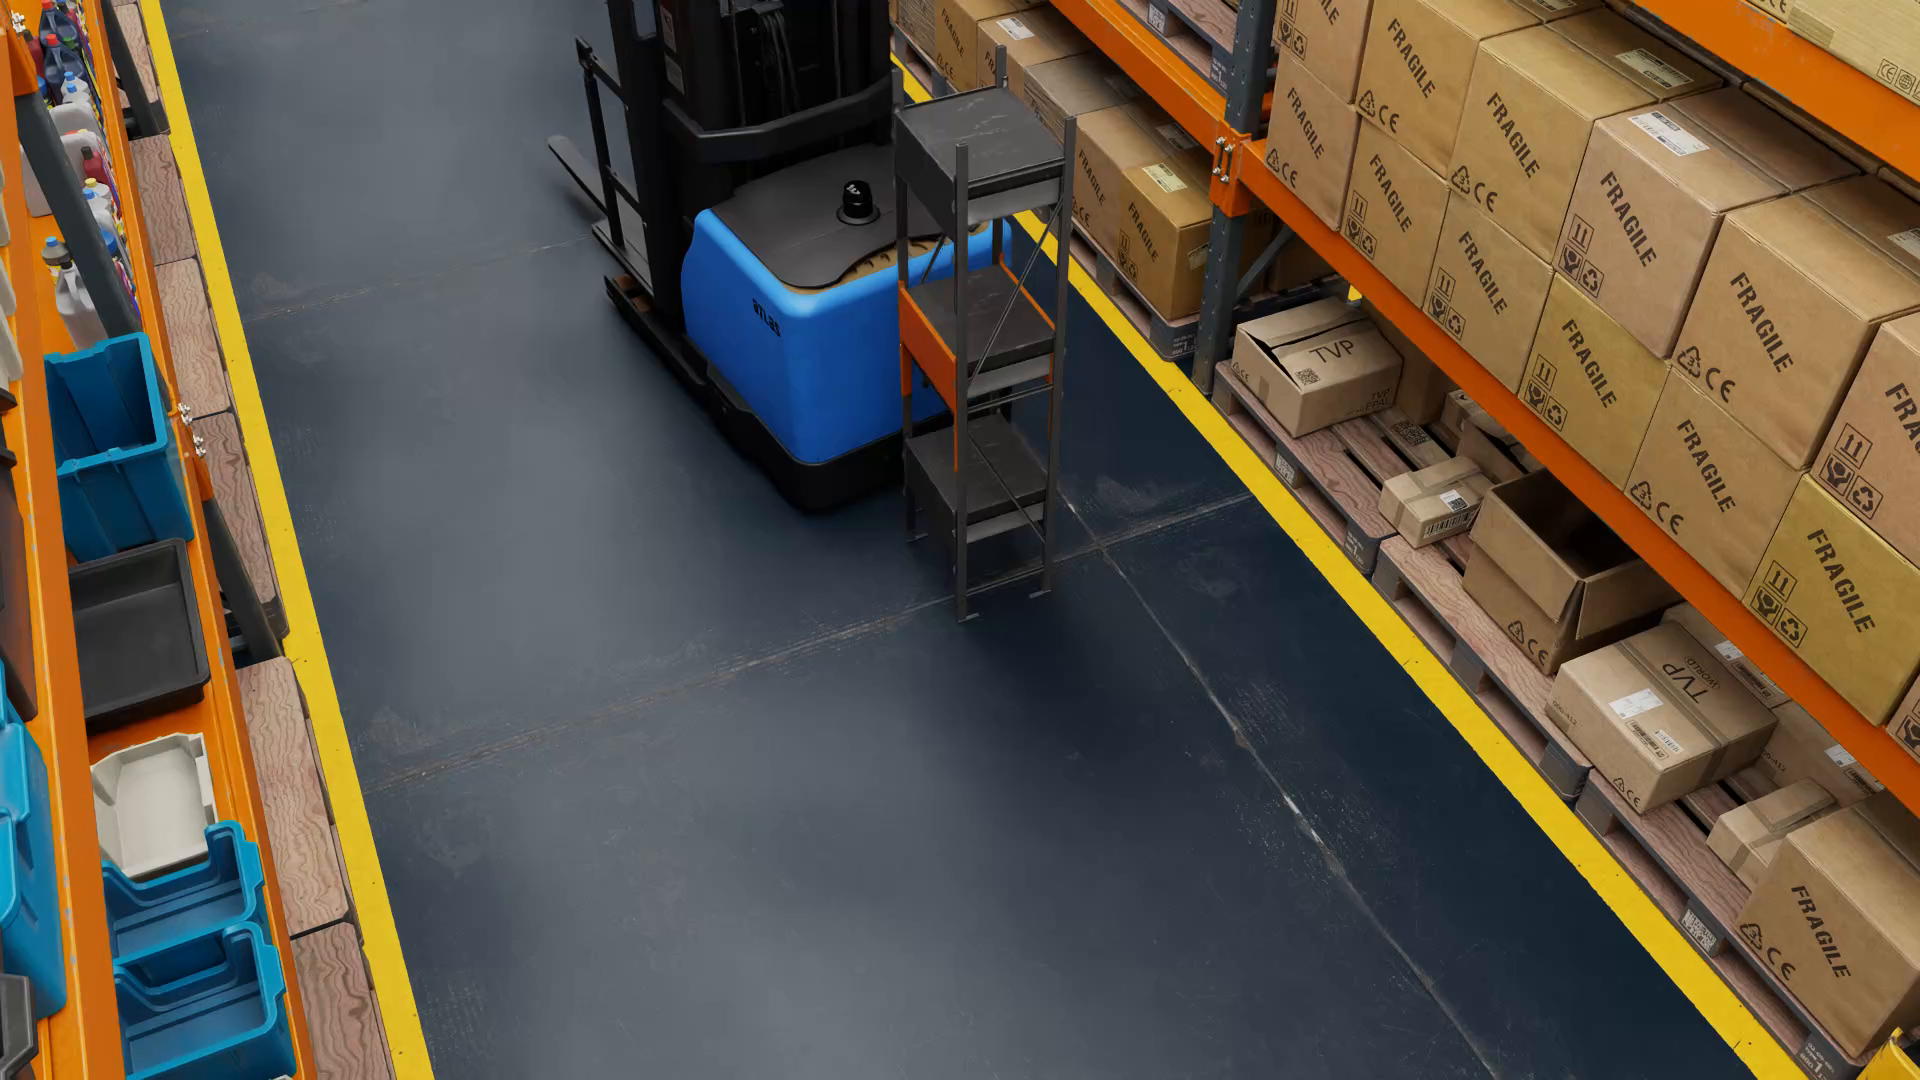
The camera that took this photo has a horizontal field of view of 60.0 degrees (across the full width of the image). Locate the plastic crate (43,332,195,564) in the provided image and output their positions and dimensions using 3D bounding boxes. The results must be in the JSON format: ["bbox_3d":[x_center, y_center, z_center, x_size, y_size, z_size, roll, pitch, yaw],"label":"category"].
[{"bbox_3d":[-2.475,-0.247,4.834,0.392,0.384,0.575,-18,47,-17],"label":"plastic crate"}]

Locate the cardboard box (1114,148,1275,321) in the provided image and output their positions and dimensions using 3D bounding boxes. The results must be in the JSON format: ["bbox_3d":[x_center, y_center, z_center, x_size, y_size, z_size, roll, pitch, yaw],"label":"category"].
[{"bbox_3d":[1.048,-1.386,7.485,0.500,0.500,0.500,-18,47,-18],"label":"cardboard box"}]

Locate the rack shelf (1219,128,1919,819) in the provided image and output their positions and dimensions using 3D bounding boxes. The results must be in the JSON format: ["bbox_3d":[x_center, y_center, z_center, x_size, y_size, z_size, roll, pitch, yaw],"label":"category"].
[{"bbox_3d":[2.356,-0.358,5.490,1.077,0.370,4.000,-18,47,-17],"label":"rack shelf"}]

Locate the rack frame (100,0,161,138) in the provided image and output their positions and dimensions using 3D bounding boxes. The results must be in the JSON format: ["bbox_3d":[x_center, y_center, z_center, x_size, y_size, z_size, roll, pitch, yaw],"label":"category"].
[{"bbox_3d":[-4.662,-2.978,7.632,1.000,3.000,0.127,-18,47,-17],"label":"rack frame"}]

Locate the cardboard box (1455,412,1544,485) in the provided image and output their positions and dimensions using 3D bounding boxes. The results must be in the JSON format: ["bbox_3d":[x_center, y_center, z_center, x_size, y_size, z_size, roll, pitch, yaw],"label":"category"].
[{"bbox_3d":[2.328,-0.331,6.551,0.500,0.311,0.500,-18,47,-17],"label":"cardboard box"}]

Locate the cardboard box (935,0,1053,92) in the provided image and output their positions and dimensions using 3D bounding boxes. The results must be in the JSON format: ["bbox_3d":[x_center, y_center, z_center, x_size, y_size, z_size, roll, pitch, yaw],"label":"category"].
[{"bbox_3d":[0.197,-2.677,8.794,0.500,0.500,0.500,-19,48,-18],"label":"cardboard box"}]

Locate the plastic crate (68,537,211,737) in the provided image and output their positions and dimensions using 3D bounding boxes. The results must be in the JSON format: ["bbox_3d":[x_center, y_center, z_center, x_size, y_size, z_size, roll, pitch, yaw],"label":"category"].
[{"bbox_3d":[-2.266,0.282,4.482,0.437,0.125,0.590,-18,47,-17],"label":"plastic crate"}]

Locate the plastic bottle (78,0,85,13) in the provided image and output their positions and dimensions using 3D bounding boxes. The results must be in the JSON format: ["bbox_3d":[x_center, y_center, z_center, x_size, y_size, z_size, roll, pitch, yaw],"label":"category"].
[{"bbox_3d":[-3.853,-2.363,7.151,0.097,0.201,0.097,0,45,0],"label":"plastic bottle"}]

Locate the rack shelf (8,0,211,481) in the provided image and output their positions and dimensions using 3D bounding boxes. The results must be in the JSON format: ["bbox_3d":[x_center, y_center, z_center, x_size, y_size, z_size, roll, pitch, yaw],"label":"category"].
[{"bbox_3d":[-3.821,-1.447,6.593,1.077,0.370,4.000,-18,47,-17],"label":"rack shelf"}]

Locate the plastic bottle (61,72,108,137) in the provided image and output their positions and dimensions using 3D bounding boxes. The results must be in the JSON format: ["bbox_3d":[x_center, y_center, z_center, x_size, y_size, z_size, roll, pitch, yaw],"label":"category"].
[{"bbox_3d":[-3.381,-1.672,6.401,0.097,0.271,0.097,0,45,0],"label":"plastic bottle"}]

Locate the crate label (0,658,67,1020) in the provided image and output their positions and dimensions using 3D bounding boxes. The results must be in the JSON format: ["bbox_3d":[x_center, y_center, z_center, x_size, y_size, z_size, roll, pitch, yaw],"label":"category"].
[{"bbox_3d":[-1.393,0.422,2.157,0.408,0.251,0.502,-18,47,-17],"label":"crate label"}]

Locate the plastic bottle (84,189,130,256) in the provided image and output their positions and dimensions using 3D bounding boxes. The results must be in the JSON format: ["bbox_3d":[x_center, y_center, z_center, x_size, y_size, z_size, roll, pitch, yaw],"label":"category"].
[{"bbox_3d":[-3.007,-1.105,5.826,0.097,0.271,0.097,0,45,0],"label":"plastic bottle"}]

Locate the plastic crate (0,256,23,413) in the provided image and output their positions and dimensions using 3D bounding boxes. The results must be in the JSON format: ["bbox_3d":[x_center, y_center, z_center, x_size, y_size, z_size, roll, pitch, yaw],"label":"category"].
[{"bbox_3d":[-1.950,-0.409,2.977,0.437,0.282,0.530,-18,47,-17],"label":"plastic crate"}]

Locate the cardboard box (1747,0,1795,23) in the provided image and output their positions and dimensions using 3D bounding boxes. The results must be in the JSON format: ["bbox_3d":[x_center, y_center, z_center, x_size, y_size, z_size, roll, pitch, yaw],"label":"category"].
[{"bbox_3d":[2.124,-1.564,4.170,0.500,0.250,0.500,-18,47,-17],"label":"cardboard box"}]

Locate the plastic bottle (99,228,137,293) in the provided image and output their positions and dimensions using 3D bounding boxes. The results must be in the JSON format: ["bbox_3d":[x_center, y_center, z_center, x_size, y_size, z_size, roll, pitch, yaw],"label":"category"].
[{"bbox_3d":[-2.910,-0.958,5.676,0.097,0.271,0.097,0,45,0],"label":"plastic bottle"}]

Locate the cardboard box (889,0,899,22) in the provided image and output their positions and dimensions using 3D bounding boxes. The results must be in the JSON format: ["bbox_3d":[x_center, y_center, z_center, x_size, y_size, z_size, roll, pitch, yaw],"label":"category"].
[{"bbox_3d":[-0.234,-3.330,9.456,0.500,0.500,0.500,-16,47,-16],"label":"cardboard box"}]

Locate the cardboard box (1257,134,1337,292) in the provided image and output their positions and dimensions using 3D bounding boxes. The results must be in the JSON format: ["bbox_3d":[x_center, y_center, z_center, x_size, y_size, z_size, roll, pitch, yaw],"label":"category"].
[{"bbox_3d":[1.533,-1.536,7.638,0.500,0.500,0.500,-20,48,-19],"label":"cardboard box"}]

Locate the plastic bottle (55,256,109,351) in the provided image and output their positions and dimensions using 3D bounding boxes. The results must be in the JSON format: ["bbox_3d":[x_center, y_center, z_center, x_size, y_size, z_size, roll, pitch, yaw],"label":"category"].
[{"bbox_3d":[-2.851,-0.757,5.416,0.144,0.351,0.185,-18,47,-17],"label":"plastic bottle"}]

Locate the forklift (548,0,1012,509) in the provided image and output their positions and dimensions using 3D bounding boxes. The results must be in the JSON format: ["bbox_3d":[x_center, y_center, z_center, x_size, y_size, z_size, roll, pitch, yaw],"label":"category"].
[{"bbox_3d":[-1.006,-2.180,6.873,1.130,2.935,3.031,-25,50,-23],"label":"forklift"}]

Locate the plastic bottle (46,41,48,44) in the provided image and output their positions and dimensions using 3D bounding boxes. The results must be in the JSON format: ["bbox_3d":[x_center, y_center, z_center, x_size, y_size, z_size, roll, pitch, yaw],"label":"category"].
[{"bbox_3d":[-3.546,-1.855,6.578,0.061,0.283,0.133,-18,47,-17],"label":"plastic bottle"}]

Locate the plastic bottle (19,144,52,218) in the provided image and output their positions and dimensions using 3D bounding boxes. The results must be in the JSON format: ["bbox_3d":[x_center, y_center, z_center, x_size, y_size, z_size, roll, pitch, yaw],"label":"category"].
[{"bbox_3d":[-3.357,-1.337,6.058,0.152,0.276,0.135,-18,47,-17],"label":"plastic bottle"}]

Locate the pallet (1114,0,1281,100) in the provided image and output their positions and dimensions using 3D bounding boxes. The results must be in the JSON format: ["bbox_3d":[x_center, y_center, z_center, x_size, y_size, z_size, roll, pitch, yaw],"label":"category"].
[{"bbox_3d":[1.279,-2.362,7.145,1.003,0.211,1.213,-18,47,-17],"label":"pallet"}]

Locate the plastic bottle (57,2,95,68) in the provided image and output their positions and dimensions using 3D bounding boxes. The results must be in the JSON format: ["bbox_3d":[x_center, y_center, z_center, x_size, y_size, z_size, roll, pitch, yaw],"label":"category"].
[{"bbox_3d":[-3.624,-2.076,6.801,0.061,0.283,0.133,-18,47,-17],"label":"plastic bottle"}]

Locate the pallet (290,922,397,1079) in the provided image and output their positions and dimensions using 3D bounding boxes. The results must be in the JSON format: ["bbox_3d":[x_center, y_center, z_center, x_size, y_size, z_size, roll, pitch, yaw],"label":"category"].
[{"bbox_3d":[-2.119,1.800,4.776,1.003,0.211,1.213,-18,47,-17],"label":"pallet"}]

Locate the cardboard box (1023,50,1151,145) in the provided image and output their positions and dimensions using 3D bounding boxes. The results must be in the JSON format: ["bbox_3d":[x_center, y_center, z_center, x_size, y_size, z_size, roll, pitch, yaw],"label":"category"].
[{"bbox_3d":[0.637,-2.023,8.131,0.500,0.500,0.500,-17,47,-17],"label":"cardboard box"}]

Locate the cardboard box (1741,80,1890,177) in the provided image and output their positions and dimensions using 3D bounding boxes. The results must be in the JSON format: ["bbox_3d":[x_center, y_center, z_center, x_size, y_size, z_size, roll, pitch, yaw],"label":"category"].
[{"bbox_3d":[2.603,-1.067,4.912,0.500,0.500,0.500,-18,48,-18],"label":"cardboard box"}]

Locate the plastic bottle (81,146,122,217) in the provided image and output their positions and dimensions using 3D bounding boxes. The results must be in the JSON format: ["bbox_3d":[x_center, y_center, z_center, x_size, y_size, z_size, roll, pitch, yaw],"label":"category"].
[{"bbox_3d":[-3.121,-1.313,6.028,0.061,0.283,0.133,-18,47,-17],"label":"plastic bottle"}]

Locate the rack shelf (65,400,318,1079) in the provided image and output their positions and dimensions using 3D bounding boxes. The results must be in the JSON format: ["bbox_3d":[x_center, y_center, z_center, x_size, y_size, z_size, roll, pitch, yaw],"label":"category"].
[{"bbox_3d":[-2.139,1.102,4.010,1.077,0.370,4.000,-18,47,-17],"label":"rack shelf"}]

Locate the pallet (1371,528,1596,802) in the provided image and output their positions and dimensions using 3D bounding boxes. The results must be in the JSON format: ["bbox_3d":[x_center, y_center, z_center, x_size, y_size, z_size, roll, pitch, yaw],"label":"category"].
[{"bbox_3d":[2.320,0.320,6.275,1.003,0.211,1.213,-18,47,-17],"label":"pallet"}]

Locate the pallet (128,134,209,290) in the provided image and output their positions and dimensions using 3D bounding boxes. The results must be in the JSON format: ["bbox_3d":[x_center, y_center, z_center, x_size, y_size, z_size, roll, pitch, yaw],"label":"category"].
[{"bbox_3d":[-4.293,-1.495,8.115,1.003,0.211,1.213,-18,47,-17],"label":"pallet"}]

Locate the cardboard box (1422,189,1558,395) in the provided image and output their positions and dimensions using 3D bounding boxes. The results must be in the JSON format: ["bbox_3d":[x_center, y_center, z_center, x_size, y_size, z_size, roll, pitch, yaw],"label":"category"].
[{"bbox_3d":[1.909,-0.874,5.429,0.500,0.500,0.500,-18,47,-18],"label":"cardboard box"}]

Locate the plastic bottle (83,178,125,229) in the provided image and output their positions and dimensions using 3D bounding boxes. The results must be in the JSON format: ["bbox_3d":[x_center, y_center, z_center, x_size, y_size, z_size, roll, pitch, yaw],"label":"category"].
[{"bbox_3d":[-3.089,-1.205,5.977,0.097,0.201,0.097,0,45,0],"label":"plastic bottle"}]

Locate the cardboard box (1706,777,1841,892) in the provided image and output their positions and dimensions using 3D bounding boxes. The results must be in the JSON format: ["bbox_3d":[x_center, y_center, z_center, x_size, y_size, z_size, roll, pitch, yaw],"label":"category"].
[{"bbox_3d":[2.657,0.954,5.352,0.380,0.166,0.250,-18,47,-17],"label":"cardboard box"}]

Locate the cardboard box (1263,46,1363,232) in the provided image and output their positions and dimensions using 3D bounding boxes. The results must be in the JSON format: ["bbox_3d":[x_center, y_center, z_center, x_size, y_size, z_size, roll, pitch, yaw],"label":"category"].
[{"bbox_3d":[1.483,-1.519,6.083,0.500,0.500,0.500,-17,47,-16],"label":"cardboard box"}]

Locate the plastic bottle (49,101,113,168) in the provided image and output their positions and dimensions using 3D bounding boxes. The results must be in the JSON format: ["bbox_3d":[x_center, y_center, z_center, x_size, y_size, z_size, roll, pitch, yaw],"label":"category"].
[{"bbox_3d":[-3.316,-1.530,6.253,0.152,0.276,0.135,-18,47,-17],"label":"plastic bottle"}]

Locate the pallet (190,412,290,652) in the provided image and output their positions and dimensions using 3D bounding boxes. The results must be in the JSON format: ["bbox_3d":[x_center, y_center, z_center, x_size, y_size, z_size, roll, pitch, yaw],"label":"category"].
[{"bbox_3d":[-3.267,0.060,6.539,1.003,0.211,1.213,-18,47,-17],"label":"pallet"}]

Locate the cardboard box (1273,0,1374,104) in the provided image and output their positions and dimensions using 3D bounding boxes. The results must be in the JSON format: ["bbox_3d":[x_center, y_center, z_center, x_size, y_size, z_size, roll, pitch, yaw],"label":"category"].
[{"bbox_3d":[1.458,-1.897,5.754,0.500,0.500,0.500,-17,47,-16],"label":"cardboard box"}]

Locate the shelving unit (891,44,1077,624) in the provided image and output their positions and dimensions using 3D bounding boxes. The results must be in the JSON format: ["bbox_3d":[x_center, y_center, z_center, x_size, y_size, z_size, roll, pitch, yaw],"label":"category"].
[{"bbox_3d":[0.070,-0.642,5.906,0.431,2.100,0.503,-18,47,-17],"label":"shelving unit"}]

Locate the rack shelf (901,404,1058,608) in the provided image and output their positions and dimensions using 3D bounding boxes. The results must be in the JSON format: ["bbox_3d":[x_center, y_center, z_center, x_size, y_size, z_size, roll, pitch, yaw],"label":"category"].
[{"bbox_3d":[0.070,-0.134,6.407,0.431,0.518,0.480,-18,47,-17],"label":"rack shelf"}]

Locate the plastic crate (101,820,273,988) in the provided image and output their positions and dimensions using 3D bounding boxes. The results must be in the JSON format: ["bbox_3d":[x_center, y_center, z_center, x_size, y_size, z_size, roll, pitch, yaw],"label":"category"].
[{"bbox_3d":[-1.783,0.874,3.805,0.416,0.233,0.300,-18,47,-17],"label":"plastic crate"}]

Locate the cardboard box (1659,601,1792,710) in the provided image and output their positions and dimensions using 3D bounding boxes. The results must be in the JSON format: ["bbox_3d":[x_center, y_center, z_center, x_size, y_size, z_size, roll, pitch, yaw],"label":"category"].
[{"bbox_3d":[2.806,0.415,5.839,0.500,0.250,0.500,-18,47,-17],"label":"cardboard box"}]

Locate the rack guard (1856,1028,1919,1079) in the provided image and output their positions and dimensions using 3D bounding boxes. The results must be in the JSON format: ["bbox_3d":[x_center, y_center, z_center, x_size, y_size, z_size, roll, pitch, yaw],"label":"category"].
[{"bbox_3d":[3.165,1.501,4.872,1.175,0.500,0.348,-18,47,-17],"label":"rack guard"}]

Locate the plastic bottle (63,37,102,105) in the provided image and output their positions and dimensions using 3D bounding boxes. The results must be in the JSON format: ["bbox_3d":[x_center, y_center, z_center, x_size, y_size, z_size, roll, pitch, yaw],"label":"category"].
[{"bbox_3d":[-3.491,-1.873,6.596,0.061,0.283,0.133,-18,47,-17],"label":"plastic bottle"}]

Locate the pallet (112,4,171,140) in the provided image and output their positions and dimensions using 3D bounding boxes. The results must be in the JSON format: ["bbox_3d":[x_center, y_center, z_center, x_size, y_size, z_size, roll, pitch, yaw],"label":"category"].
[{"bbox_3d":[-4.953,-2.490,9.123,1.003,0.211,1.213,-18,47,-17],"label":"pallet"}]

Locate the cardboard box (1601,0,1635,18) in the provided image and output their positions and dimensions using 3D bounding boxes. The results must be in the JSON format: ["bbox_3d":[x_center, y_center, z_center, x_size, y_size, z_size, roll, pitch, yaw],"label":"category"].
[{"bbox_3d":[2.181,-1.709,5.563,0.500,0.500,0.500,-19,48,-18],"label":"cardboard box"}]

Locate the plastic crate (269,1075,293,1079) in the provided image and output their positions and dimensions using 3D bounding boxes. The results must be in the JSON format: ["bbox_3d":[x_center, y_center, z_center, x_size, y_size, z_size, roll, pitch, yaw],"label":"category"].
[{"bbox_3d":[-1.449,1.277,3.465,0.250,0.136,0.298,-18,47,-17],"label":"plastic crate"}]

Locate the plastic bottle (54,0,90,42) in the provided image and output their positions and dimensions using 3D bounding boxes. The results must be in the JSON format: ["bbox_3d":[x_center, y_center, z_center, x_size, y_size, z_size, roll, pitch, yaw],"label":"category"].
[{"bbox_3d":[-3.730,-2.177,6.962,0.097,0.201,0.097,0,45,0],"label":"plastic bottle"}]

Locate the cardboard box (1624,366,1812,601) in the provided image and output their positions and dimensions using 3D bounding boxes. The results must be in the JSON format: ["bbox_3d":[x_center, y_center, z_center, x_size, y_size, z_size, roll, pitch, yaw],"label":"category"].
[{"bbox_3d":[2.336,-0.230,4.776,0.500,0.500,0.500,-18,47,-17],"label":"cardboard box"}]

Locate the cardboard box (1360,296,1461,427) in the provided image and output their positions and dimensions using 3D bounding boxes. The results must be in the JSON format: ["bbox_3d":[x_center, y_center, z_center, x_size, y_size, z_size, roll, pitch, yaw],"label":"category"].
[{"bbox_3d":[2.012,-0.877,6.969,0.500,0.500,0.500,-18,47,-17],"label":"cardboard box"}]

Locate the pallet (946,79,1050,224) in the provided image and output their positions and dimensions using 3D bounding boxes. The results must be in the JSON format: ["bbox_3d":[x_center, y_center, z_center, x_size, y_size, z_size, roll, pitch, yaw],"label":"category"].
[{"bbox_3d":[0.622,-2.182,8.811,1.003,0.211,1.213,-18,47,-17],"label":"pallet"}]

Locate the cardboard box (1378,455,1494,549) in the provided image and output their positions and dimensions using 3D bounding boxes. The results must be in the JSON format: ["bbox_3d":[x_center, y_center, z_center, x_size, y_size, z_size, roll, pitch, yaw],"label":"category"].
[{"bbox_3d":[1.868,-0.157,6.478,0.380,0.166,0.250,-18,47,-17],"label":"cardboard box"}]

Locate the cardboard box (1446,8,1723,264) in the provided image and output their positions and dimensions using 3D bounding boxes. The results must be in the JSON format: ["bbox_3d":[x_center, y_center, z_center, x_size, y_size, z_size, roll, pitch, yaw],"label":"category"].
[{"bbox_3d":[1.891,-1.241,5.089,0.500,0.500,0.500,-19,48,-19],"label":"cardboard box"}]

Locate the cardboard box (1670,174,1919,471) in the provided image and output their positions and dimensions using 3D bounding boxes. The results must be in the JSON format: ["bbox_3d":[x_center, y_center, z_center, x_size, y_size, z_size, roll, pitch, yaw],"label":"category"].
[{"bbox_3d":[2.325,-0.585,4.424,0.500,0.500,0.500,-17,47,-16],"label":"cardboard box"}]

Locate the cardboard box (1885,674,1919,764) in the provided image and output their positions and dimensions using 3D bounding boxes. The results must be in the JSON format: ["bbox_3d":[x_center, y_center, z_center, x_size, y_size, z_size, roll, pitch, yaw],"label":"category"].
[{"bbox_3d":[2.762,0.419,4.118,0.500,0.500,0.500,-17,47,-16],"label":"cardboard box"}]

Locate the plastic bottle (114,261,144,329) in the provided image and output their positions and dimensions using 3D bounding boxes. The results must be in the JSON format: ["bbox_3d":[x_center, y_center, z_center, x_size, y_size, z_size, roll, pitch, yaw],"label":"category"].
[{"bbox_3d":[-2.804,-0.832,5.540,0.061,0.283,0.133,-18,47,-17],"label":"plastic bottle"}]

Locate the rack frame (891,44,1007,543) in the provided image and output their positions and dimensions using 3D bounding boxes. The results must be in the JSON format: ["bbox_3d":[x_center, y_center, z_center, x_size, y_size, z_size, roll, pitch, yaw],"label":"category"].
[{"bbox_3d":[-0.033,-0.797,6.063,0.400,2.100,0.015,-18,47,-17],"label":"rack frame"}]
